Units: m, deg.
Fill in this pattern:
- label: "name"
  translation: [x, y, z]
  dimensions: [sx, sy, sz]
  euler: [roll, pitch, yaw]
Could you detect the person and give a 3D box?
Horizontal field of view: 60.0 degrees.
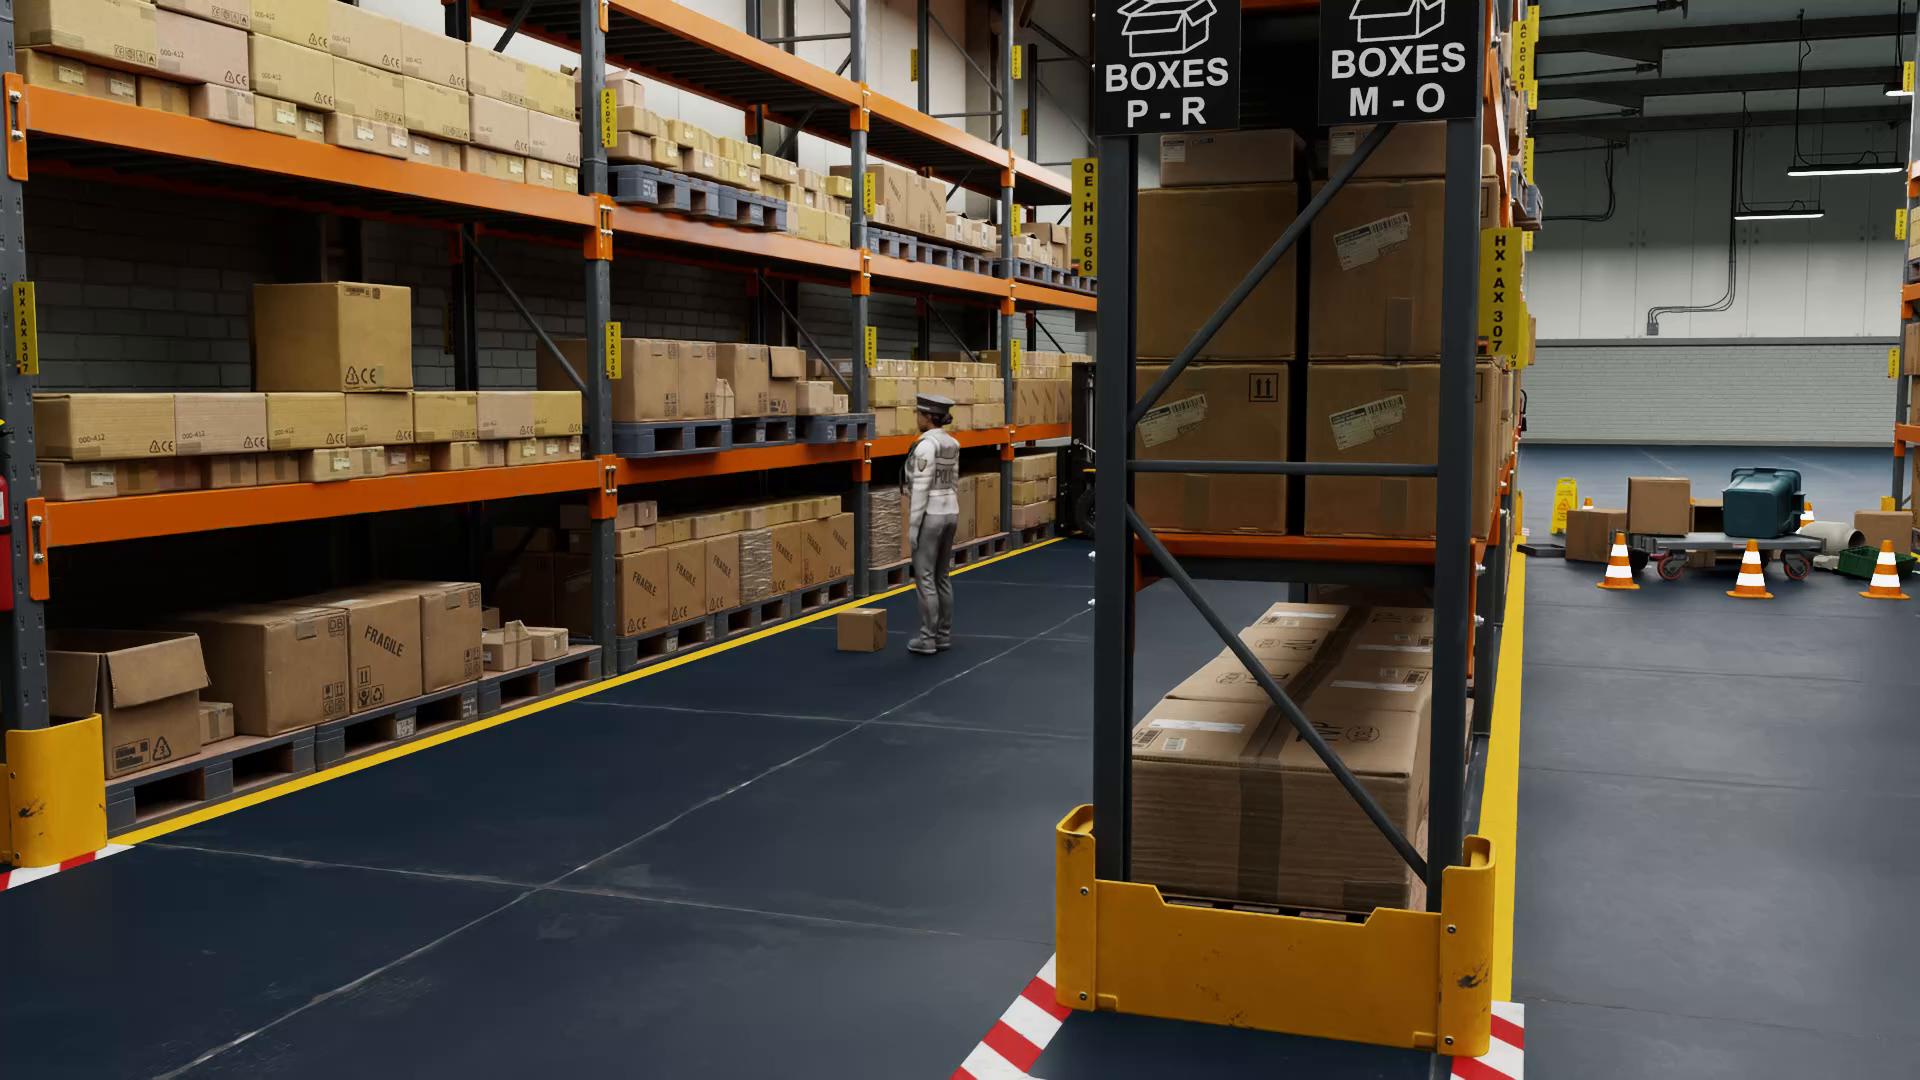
- label: "person"
  translation: [3.714, -0.495, 12.130]
  dimensions: [5.894, 2.202, 6.601]
  euler: [3, 6, 28]
